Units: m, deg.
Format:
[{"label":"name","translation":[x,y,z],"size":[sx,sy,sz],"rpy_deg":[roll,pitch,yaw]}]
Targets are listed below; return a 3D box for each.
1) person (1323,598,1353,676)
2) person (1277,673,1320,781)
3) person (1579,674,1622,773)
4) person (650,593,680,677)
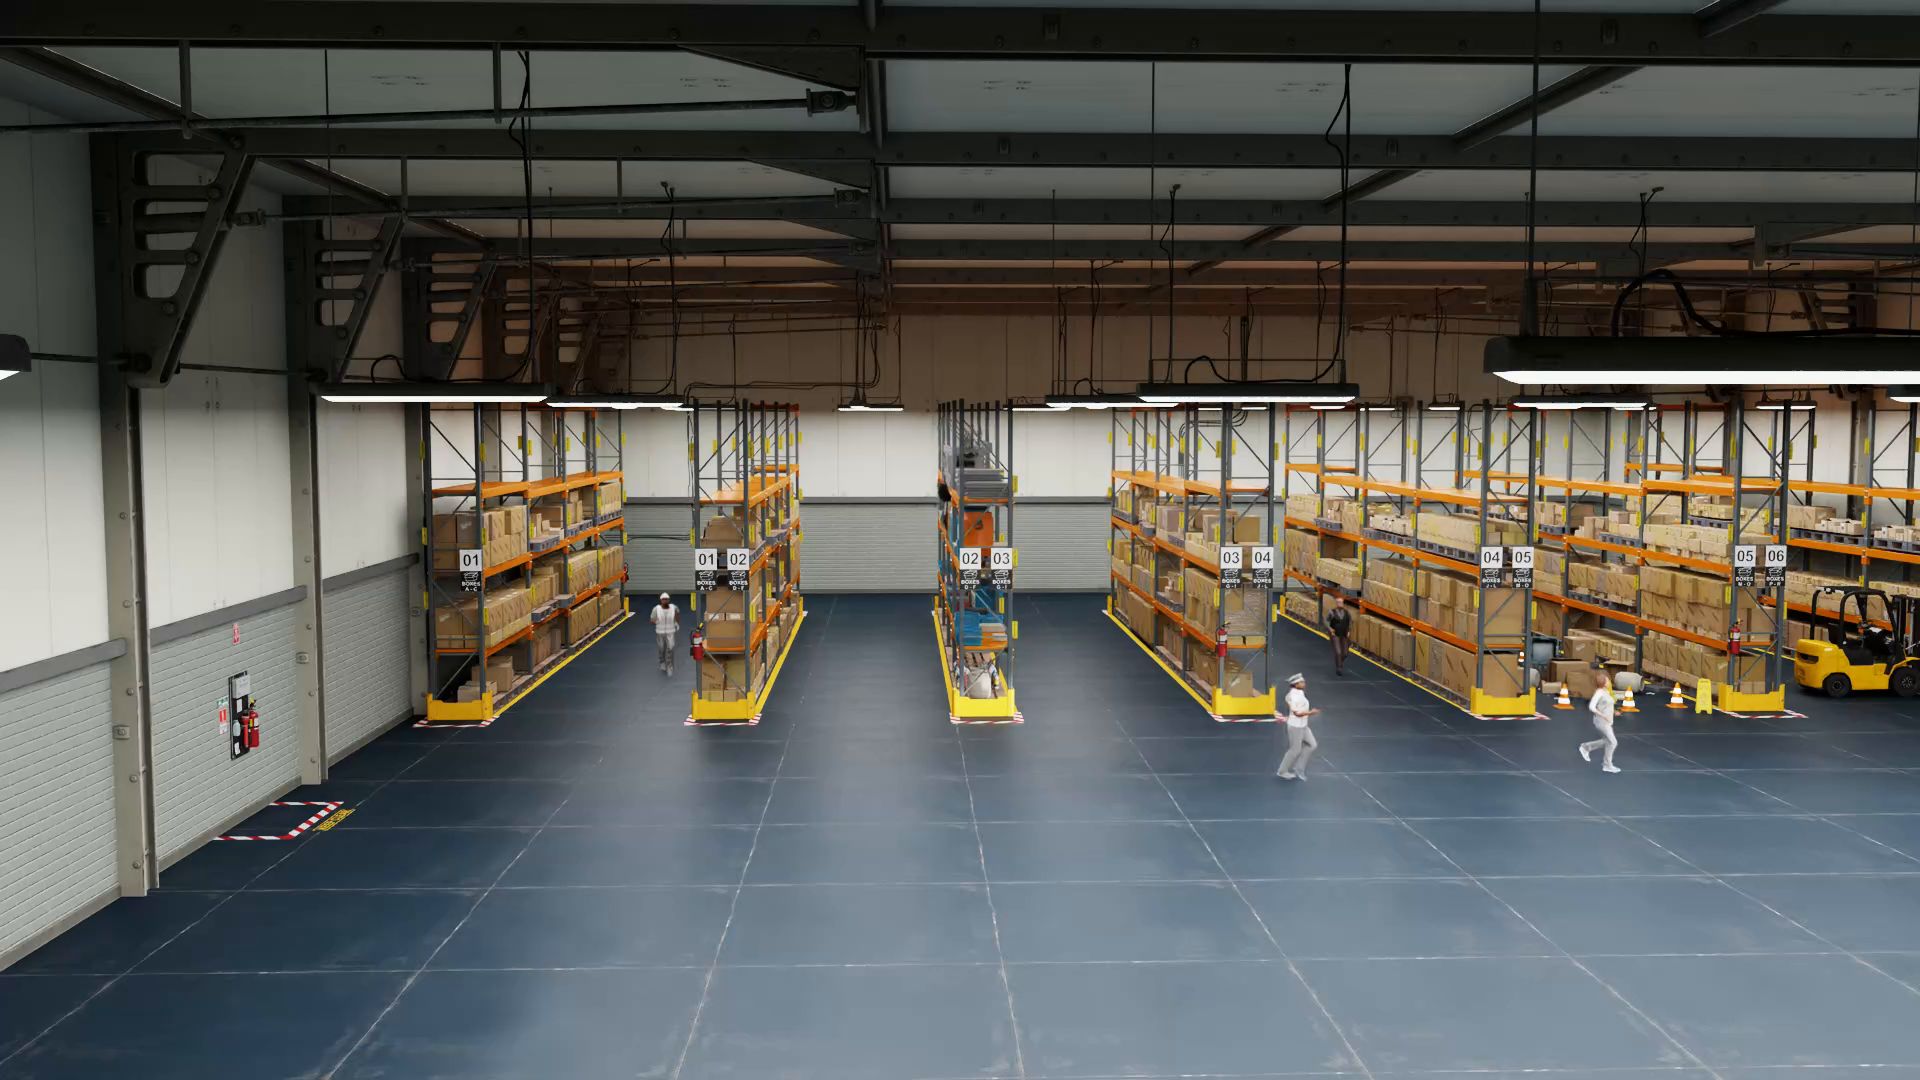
[{"label":"person","translation":[8.303,2.113,36.499],"size":[0.674,1.696,0.624],"rpy_deg":[0,4,-3]},{"label":"person","translation":[5.287,2.921,25.885],"size":[0.667,1.728,0.532],"rpy_deg":[2,5,21]},{"label":"person","translation":[10.255,2.921,26.639],"size":[0.680,1.552,0.542],"rpy_deg":[3,5,37]},{"label":"person","translation":[-6.467,2.047,36.470],"size":[0.634,1.800,0.939],"rpy_deg":[-1,4,-10]}]
